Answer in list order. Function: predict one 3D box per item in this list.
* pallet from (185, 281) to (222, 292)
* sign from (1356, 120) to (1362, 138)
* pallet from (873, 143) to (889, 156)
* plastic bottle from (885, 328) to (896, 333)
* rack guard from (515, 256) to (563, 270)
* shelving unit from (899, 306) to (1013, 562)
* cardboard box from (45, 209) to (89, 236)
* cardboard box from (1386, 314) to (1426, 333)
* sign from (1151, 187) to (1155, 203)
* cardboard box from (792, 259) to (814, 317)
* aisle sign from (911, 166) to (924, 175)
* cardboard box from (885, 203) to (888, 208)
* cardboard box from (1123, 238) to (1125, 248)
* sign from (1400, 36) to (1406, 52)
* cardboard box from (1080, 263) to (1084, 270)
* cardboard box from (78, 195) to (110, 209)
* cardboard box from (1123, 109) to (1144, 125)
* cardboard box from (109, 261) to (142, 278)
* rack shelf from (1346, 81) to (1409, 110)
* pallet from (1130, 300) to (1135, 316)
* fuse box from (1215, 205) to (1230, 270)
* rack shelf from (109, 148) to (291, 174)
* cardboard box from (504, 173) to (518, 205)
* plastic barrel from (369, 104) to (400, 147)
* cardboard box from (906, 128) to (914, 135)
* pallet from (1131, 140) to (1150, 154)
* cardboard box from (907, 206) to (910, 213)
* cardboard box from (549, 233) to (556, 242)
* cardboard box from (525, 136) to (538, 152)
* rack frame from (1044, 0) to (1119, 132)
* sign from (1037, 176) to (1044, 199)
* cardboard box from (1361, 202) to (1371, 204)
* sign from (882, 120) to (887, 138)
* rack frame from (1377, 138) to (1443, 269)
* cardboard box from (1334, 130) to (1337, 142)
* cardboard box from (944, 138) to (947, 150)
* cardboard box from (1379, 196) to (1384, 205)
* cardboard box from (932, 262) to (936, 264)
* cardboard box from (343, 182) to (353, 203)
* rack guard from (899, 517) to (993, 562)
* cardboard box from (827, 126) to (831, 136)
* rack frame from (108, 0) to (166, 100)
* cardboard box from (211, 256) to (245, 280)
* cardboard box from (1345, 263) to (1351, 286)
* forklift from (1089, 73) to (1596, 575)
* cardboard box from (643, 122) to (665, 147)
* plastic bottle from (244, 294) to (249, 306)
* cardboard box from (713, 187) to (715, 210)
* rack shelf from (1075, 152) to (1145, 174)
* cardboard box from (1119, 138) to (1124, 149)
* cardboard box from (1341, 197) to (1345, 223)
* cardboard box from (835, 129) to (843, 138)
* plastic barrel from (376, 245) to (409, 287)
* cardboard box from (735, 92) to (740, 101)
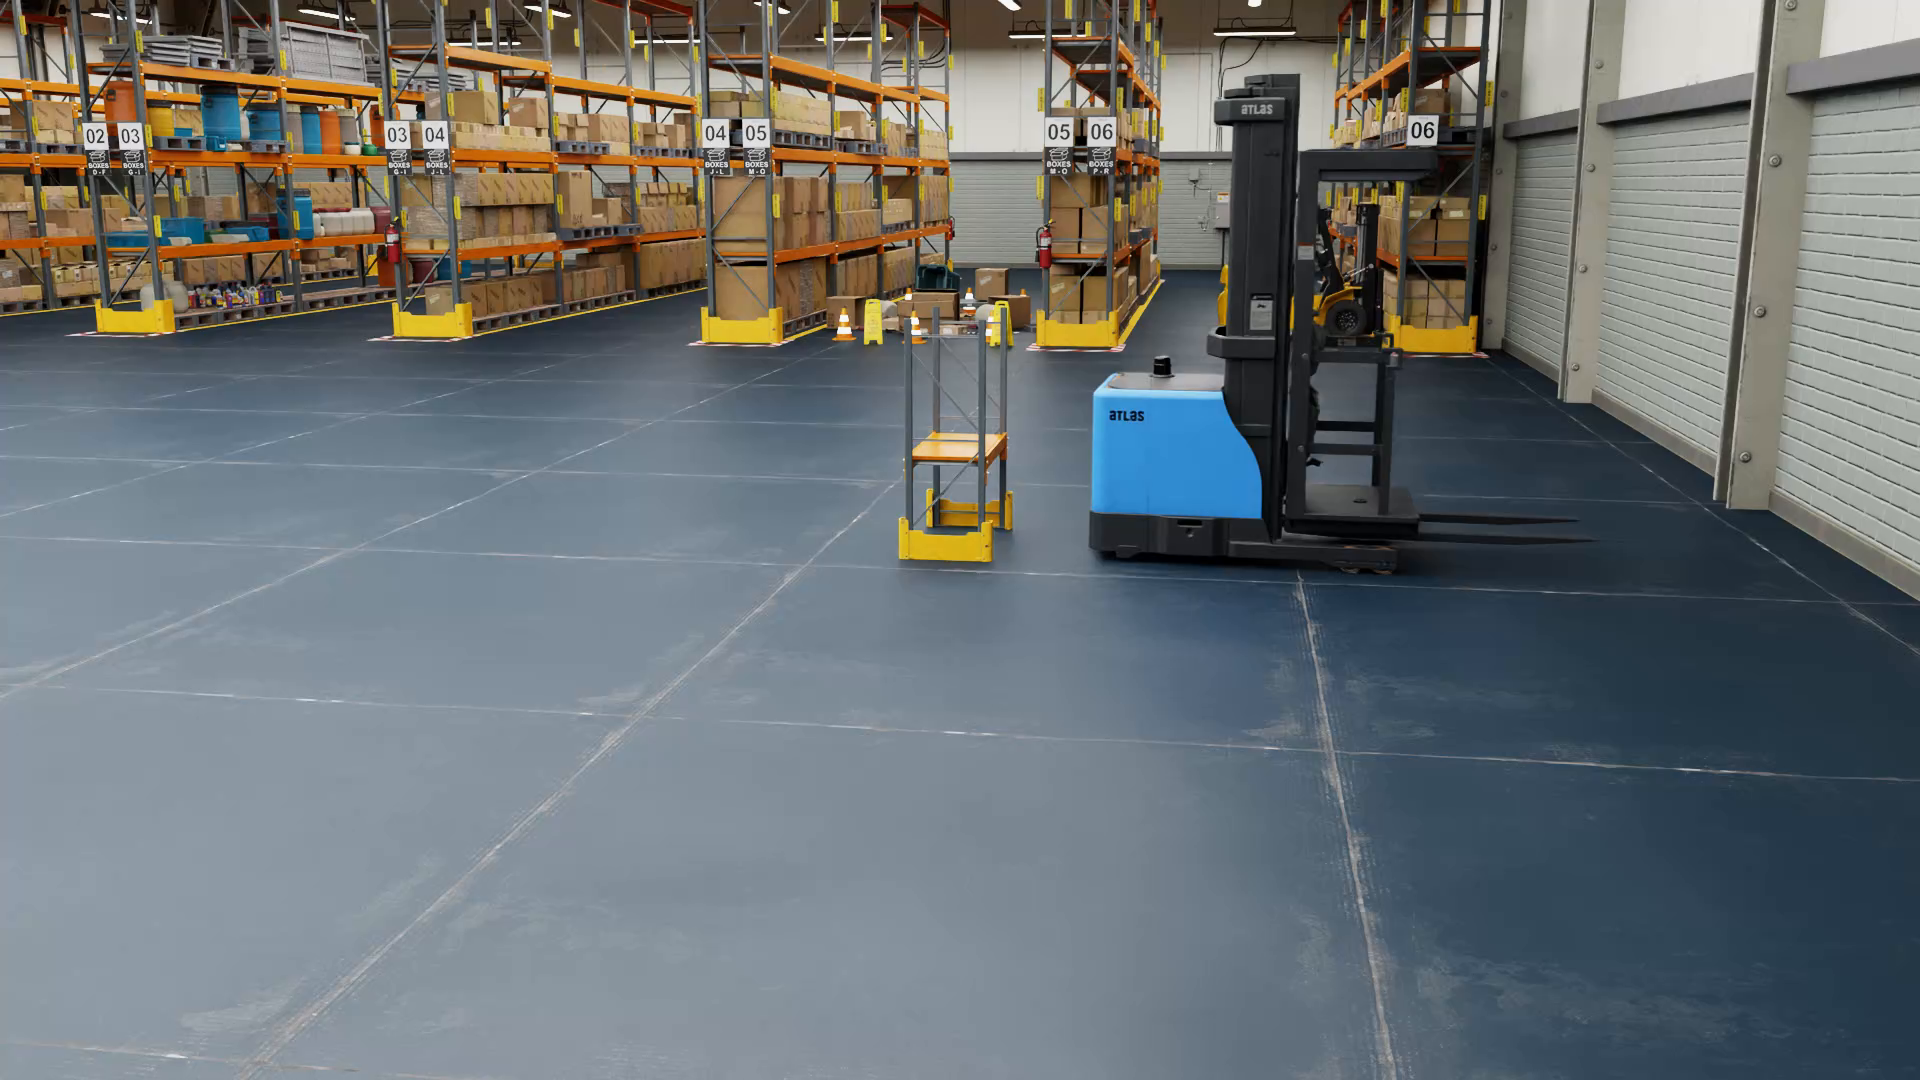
[{"bbox_3d":[-16.508,-5.370,35.412,1.003,0.211,1.213,2,12,9],"label":"pallet"},{"bbox_3d":[7.289,-7.513,30.390,0.100,0.325,0.005,2,12,9],"label":"sign"},{"bbox_3d":[-2.034,-7.314,31.140,1.213,0.211,1.003,2,12,11],"label":"pallet"},{"bbox_3d":[-1.096,-3.296,26.140,0.133,0.061,0.283,-2,12,-11],"label":"plastic bottle"},{"bbox_3d":[-10.546,-6.867,41.670,1.175,0.500,0.348,2,12,9],"label":"rack guard"},{"bbox_3d":[-0.012,-0.717,10.762,0.587,1.500,1.083,2,12,9],"label":"shelving unit"},{"bbox_3d":[-17.061,-6.065,31.776,0.500,0.500,0.500,3,12,13],"label":"cardboard box"},{"bbox_3d":[6.354,-3.080,23.696,0.500,0.250,0.500,2,12,9],"label":"cardboard box"},{"bbox_3d":[4.072,-7.281,35.097,0.100,0.325,0.005,2,12,9],"label":"sign"},{"bbox_3d":[-2.903,-4.093,26.914,0.875,0.875,0.875,2,12,9],"label":"cardboard box"},{"bbox_3d":[-1.042,-9.037,39.635,0.394,0.787,0.004,2,12,9],"label":"aisle sign"},{"bbox_3d":[-1.644,-6.646,32.899,0.380,0.149,0.250,2,12,8],"label":"cardboard box"},{"bbox_3d":[2.403,-4.693,26.244,0.380,0.149,0.250,2,12,8],"label":"cardboard box"},{"bbox_3d":[8.989,-10.059,33.716,0.100,0.325,0.005,2,12,9],"label":"sign"},{"bbox_3d":[1.752,-4.347,26.256,0.380,0.149,0.250,3,12,12],"label":"cardboard box"},{"bbox_3d":[-20.841,-7.831,39.497,0.980,0.700,0.700,2,12,10],"label":"cardboard box"},{"bbox_3d":[2.857,-7.159,28.146,0.500,0.250,0.500,2,12,7],"label":"cardboard box"},{"bbox_3d":[-16.652,-5.384,33.056,0.500,0.311,0.500,2,12,8],"label":"cardboard box"},{"bbox_3d":[8.132,-8.578,32.095,1.077,0.370,4.000,2,12,9],"label":"rack shelf"},{"bbox_3d":[2.608,-4.157,29.784,1.003,0.211,1.213,2,12,9],"label":"pallet"},{"bbox_3d":[7.047,-8.048,44.276,0.539,1.711,0.414,2,12,9],"label":"fuse box"},{"bbox_3d":[-12.690,-6.284,27.618,1.077,0.370,4.000,2,12,9],"label":"rack shelf"},{"bbox_3d":[-7.519,-5.693,26.974,0.500,0.500,0.500,2,12,9],"label":"cardboard box"},{"bbox_3d":[-11.677,-8.418,33.797,0.600,0.830,0.708,2,12,9],"label":"plastic barrel"},{"bbox_3d":[-1.088,-8.794,35.780,0.380,0.149,0.250,2,12,8],"label":"cardboard box"},{"bbox_3d":[2.661,-6.819,28.842,1.213,0.211,1.003,2,12,9],"label":"pallet"},{"bbox_3d":[-1.278,-6.992,35.212,0.380,0.149,0.250,2,12,9],"label":"cardboard box"},{"bbox_3d":[-7.231,-5.248,28.820,0.380,0.149,0.250,2,12,9],"label":"cardboard box"},{"bbox_3d":[-7.391,-6.606,27.763,0.500,0.250,0.500,2,12,10],"label":"cardboard box"},{"bbox_3d":[1.689,-7.204,23.060,1.000,3.000,0.127,2,12,9],"label":"rack frame"},{"bbox_3d":[1.144,-5.014,23.640,0.100,0.325,0.005,2,12,9],"label":"sign"},{"bbox_3d":[7.445,-6.030,30.076,0.380,0.149,0.250,2,12,10],"label":"cardboard box"},{"bbox_3d":[-1.440,-7.814,31.596,0.100,0.325,0.005,2,12,9],"label":"sign"},{"bbox_3d":[7.209,-4.944,26.813,1.000,3.000,0.127,2,12,9],"label":"rack frame"},{"bbox_3d":[8.642,-9.035,37.141,0.500,0.250,0.500,2,12,8],"label":"cardboard box"},{"bbox_3d":[-0.576,-9.274,38.958,0.500,0.250,0.500,1,12,7],"label":"cardboard box"},{"bbox_3d":[6.867,-5.398,26.440,0.380,0.149,0.250,2,12,10],"label":"cardboard box"},{"bbox_3d":[-0.759,-6.310,38.216,0.380,0.149,0.250,3,12,11],"label":"cardboard box"},{"bbox_3d":[-15.304,-8.576,41.055,0.500,0.500,0.500,2,12,10],"label":"cardboard box"},{"bbox_3d":[-0.088,-0.003,10.412,0.587,0.250,0.087,2,12,9],"label":"rack guard"},{"bbox_3d":[-2.343,-6.755,27.458,0.380,0.149,0.250,2,12,8],"label":"cardboard box"},{"bbox_3d":[-16.661,-9.512,33.770,1.000,3.000,0.127,2,12,9],"label":"rack frame"},{"bbox_3d":[-16.076,-5.980,36.511,0.500,0.500,0.500,1,12,7],"label":"cardboard box"},{"bbox_3d":[7.990,-5.284,33.329,0.500,0.500,0.500,2,12,7],"label":"cardboard box"},{"bbox_3d":[2.378,-1.346,10.280,3.031,2.935,1.130,2,12,11],"label":"forklift"},{"bbox_3d":[-6.580,-8.406,34.515,0.797,0.503,0.637,2,12,8],"label":"cardboard box"},{"bbox_3d":[-12.295,-4.123,28.602,0.097,0.201,0.097,0,12,0],"label":"plastic bottle"},{"bbox_3d":[-5.848,-7.723,37.577,0.500,0.500,0.500,2,12,9],"label":"cardboard box"},{"bbox_3d":[2.612,-6.635,29.247,1.077,0.370,4.000,2,12,9],"label":"rack shelf"},{"bbox_3d":[2.256,-5.942,24.923,0.380,0.149,0.250,2,12,9],"label":"cardboard box"},{"bbox_3d":[8.065,-6.662,33.552,0.700,0.500,0.500,2,12,9],"label":"cardboard box"},{"bbox_3d":[-2.198,-7.049,28.823,0.250,0.149,0.380,2,12,9],"label":"cardboard box"},{"bbox_3d":[-11.708,-5.665,34.314,0.600,0.830,0.708,2,12,9],"label":"plastic barrel"},{"bbox_3d":[-3.461,-6.531,24.528,0.380,0.149,0.250,2,12,9],"label":"cardboard box"}]
